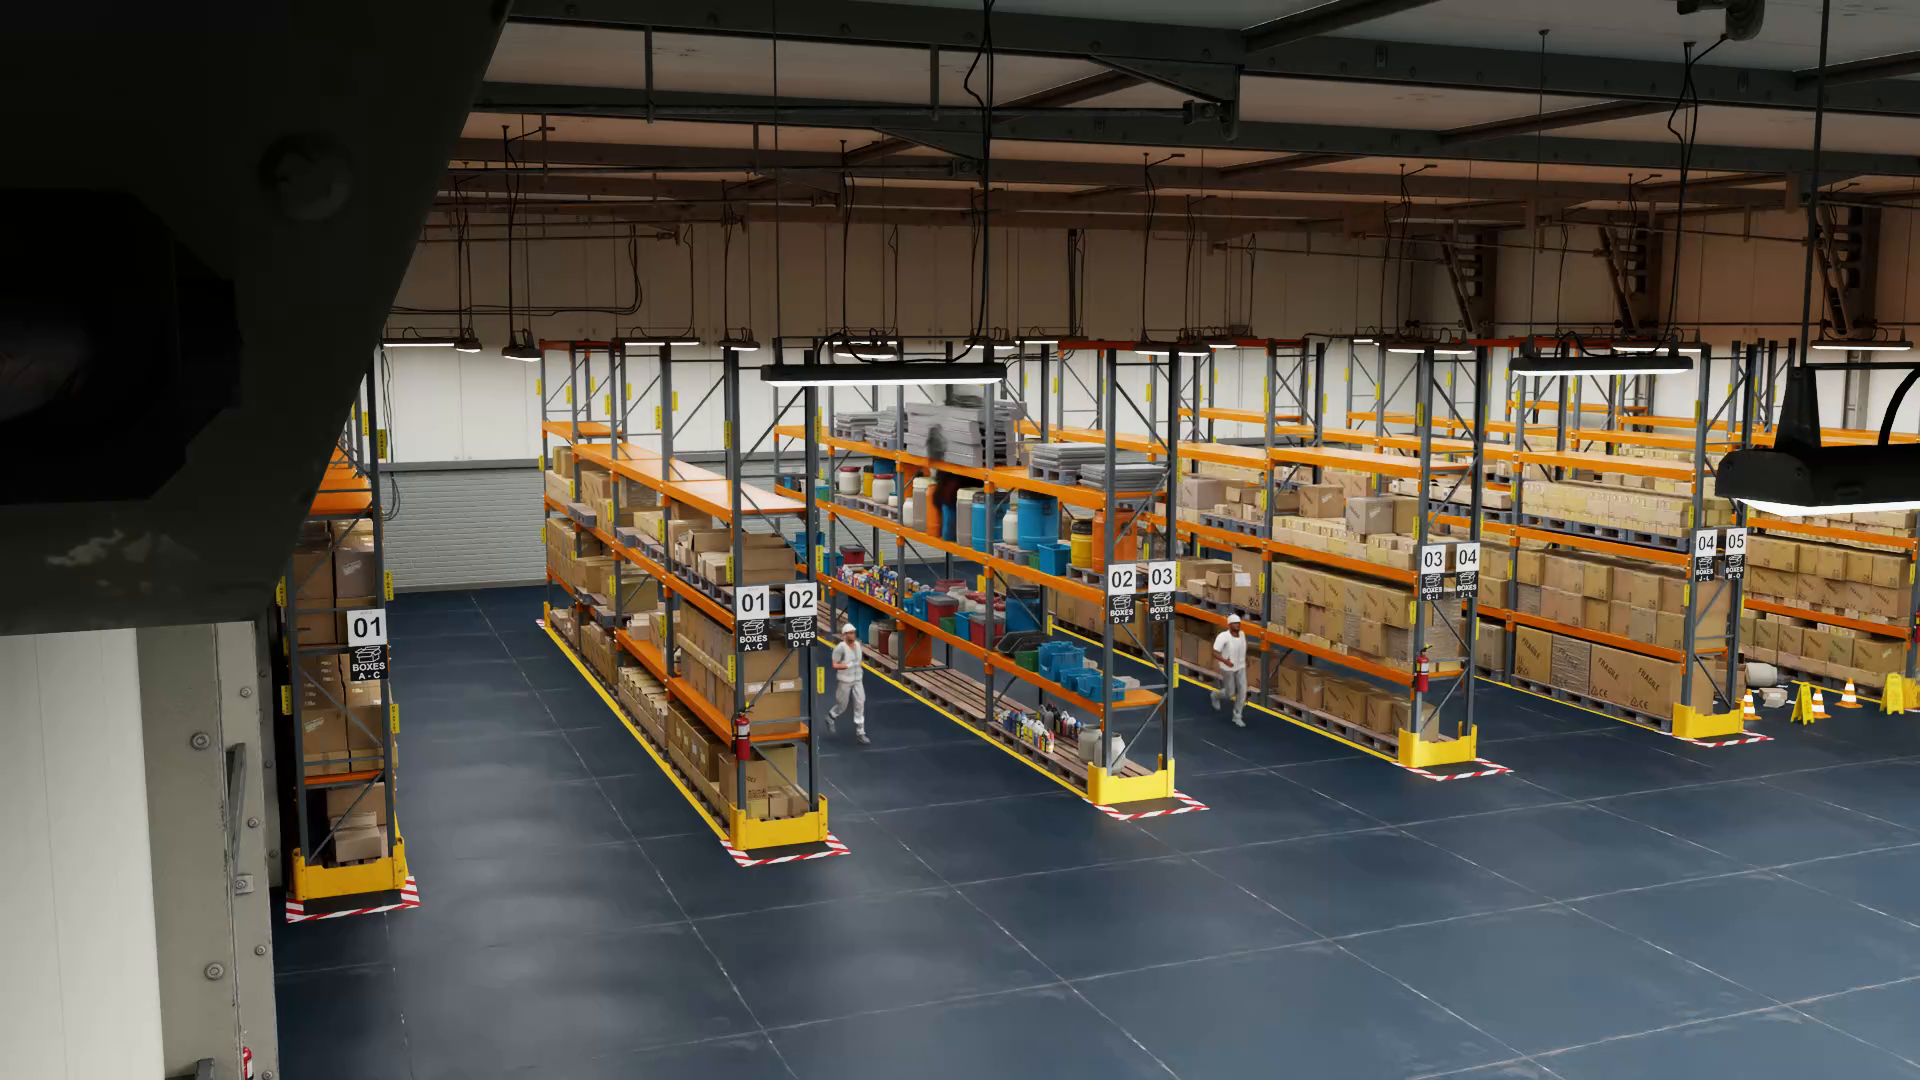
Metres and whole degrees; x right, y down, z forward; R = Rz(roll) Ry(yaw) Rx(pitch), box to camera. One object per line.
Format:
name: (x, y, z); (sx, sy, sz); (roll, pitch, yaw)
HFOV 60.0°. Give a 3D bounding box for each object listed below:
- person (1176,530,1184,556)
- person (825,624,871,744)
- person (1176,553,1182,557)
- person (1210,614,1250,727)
person: (4.761, 0.524, 37.916); (0.688, 1.723, 0.774); (-2, 8, -12)
person: (-1.703, 2.143, 25.207); (0.667, 1.782, 0.961); (-7, 10, -41)
person: (4.455, 1.025, 35.026); (0.599, 1.587, 0.703); (-4, 8, -26)
person: (4.324, 2.047, 26.509); (0.709, 1.762, 0.825); (-4, 8, -26)
